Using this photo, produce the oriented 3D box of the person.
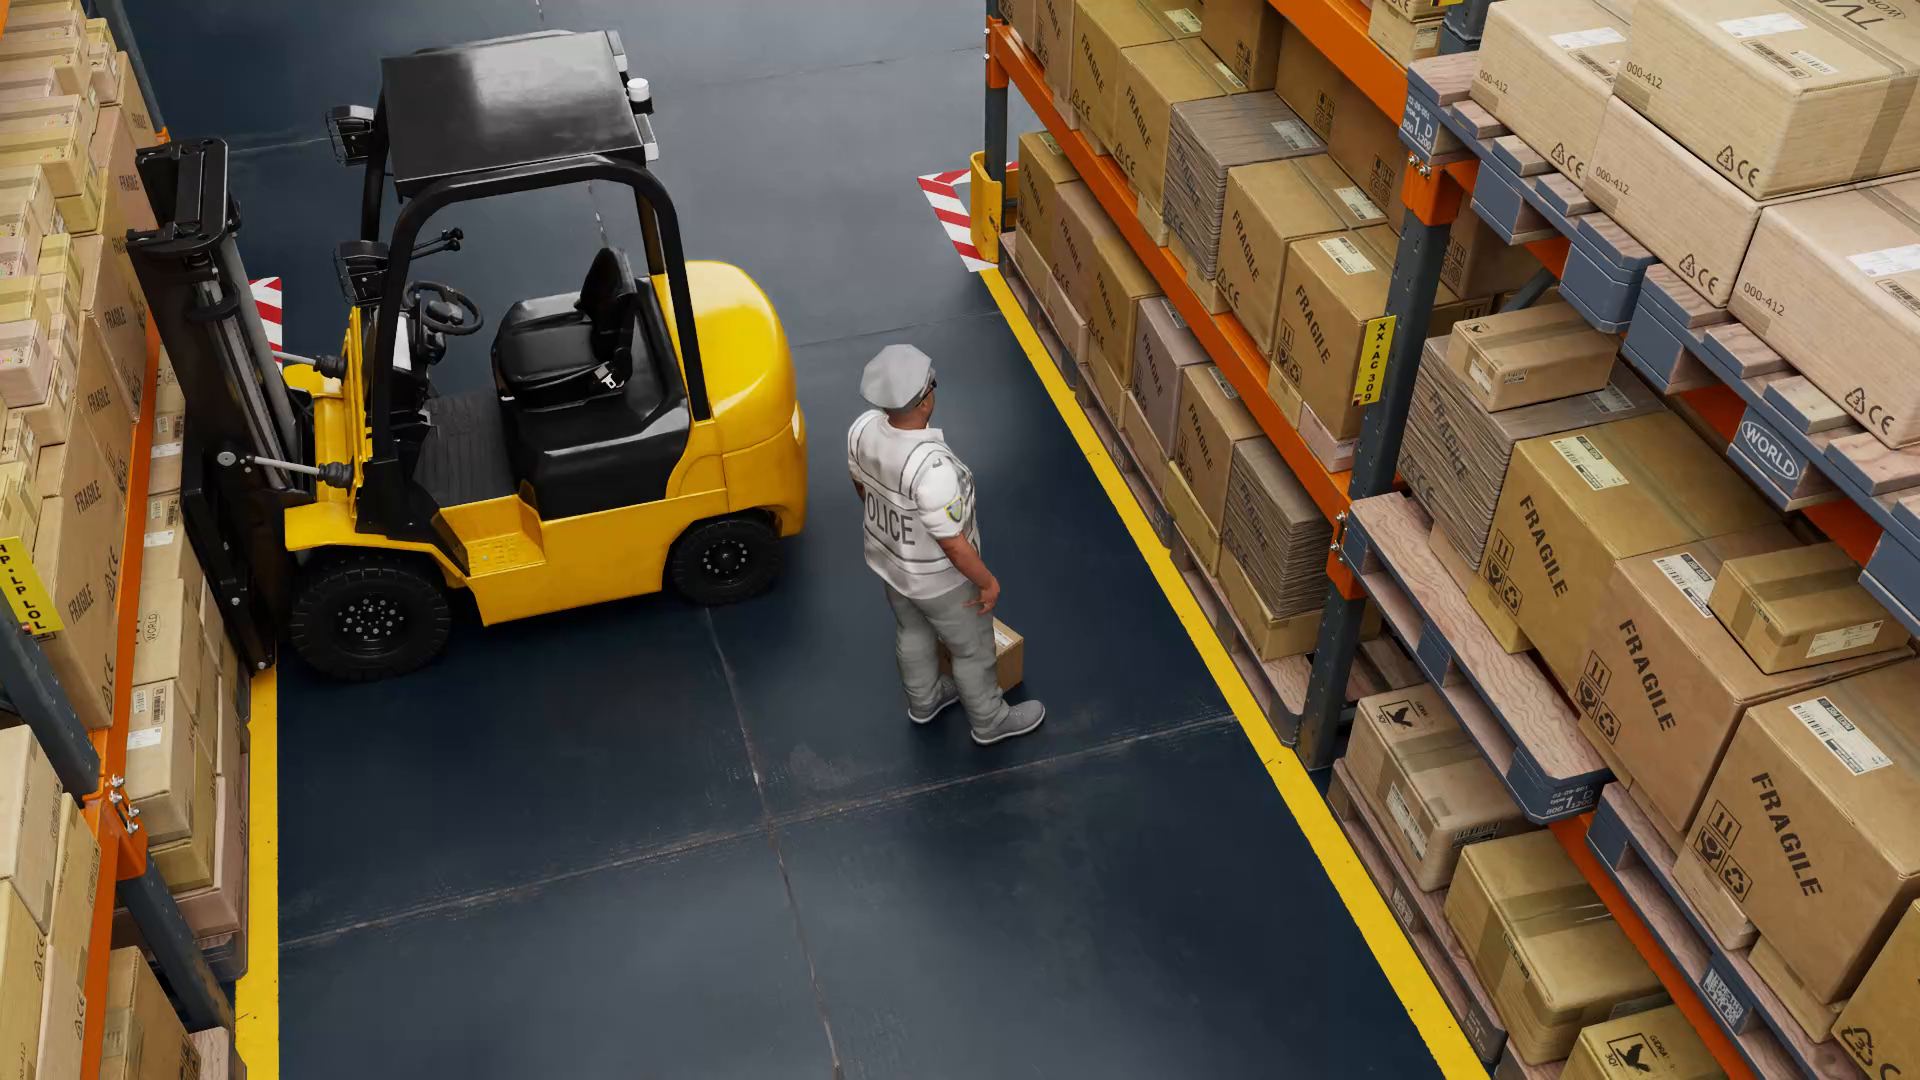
[{"bbox_3d":[-0.057,0.019,6.097,0.573,1.782,0.642,-31,50,-30],"label":"person"}]
